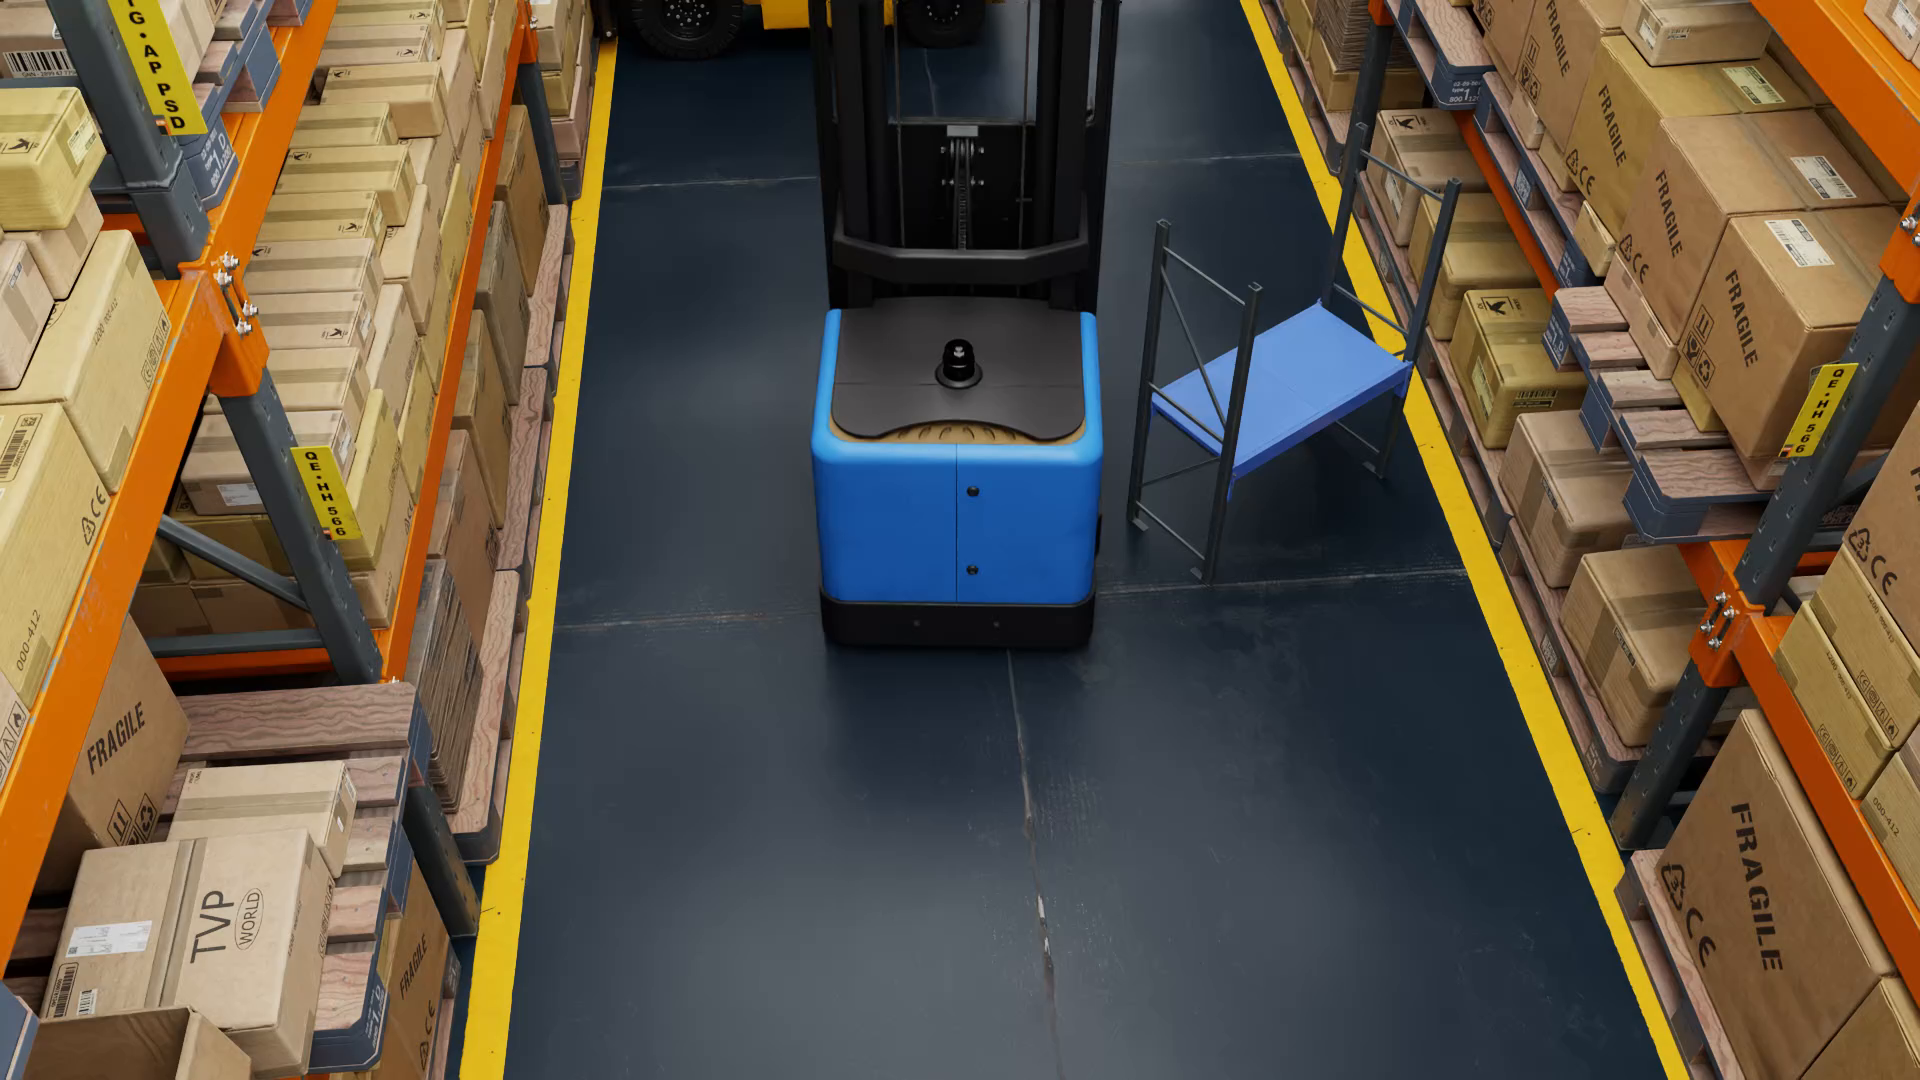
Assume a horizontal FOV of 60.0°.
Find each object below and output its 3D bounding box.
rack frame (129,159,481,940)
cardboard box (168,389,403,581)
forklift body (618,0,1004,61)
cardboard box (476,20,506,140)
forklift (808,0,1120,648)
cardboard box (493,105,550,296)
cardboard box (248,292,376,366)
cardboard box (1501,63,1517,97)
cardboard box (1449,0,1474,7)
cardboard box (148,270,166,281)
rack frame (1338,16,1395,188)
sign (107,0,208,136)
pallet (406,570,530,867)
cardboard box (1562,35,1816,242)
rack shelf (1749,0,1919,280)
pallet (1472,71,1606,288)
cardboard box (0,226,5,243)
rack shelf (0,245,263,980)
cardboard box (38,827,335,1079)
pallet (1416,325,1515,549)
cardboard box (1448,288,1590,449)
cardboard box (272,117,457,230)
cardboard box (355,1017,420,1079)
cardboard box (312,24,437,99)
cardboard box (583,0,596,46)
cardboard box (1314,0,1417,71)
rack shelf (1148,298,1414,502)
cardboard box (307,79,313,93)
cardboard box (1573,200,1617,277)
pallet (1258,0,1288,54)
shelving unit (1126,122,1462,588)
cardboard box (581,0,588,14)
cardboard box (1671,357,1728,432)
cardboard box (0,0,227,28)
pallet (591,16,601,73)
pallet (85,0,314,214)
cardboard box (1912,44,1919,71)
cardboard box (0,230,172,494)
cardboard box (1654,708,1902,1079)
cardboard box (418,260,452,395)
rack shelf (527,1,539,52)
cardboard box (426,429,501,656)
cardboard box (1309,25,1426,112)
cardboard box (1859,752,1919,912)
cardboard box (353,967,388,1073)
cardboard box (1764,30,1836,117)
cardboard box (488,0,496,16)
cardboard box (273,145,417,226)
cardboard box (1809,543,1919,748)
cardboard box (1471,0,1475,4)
[{"bbox_3d":[-2.134,0.296,4.540,1.000,3.000,0.127,-3,47,-3],"label":"rack frame"},{"bbox_3d":[-1.903,-0.162,4.733,0.500,0.250,0.500,-4,47,-3],"label":"cardboard box"},{"bbox_3d":[-0.827,-3.939,9.136,2.313,2.155,1.214,-3,47,-3],"label":"forklift body"},{"bbox_3d":[-2.119,-1.834,6.661,0.500,0.250,0.500,-4,47,-4],"label":"cardboard box"},{"bbox_3d":[0.018,-1.650,6.430,1.130,2.935,3.031,1,47,1],"label":"forklift"},{"bbox_3d":[-2.414,-1.549,7.634,0.875,0.625,0.625,-2,47,-2],"label":"cardboard box"},{"bbox_3d":[-1.938,-0.588,4.861,0.380,0.149,0.250,-2,47,-2],"label":"cardboard box"},{"bbox_3d":[2.319,-1.792,6.402,0.380,0.149,0.250,-3,47,-3],"label":"cardboard box"},{"bbox_3d":[2.220,-2.360,6.940,0.380,0.149,0.250,-3,47,-2],"label":"cardboard box"},{"bbox_3d":[-2.548,-0.732,4.998,0.380,0.149,0.250,-4,47,-4],"label":"cardboard box"},{"bbox_3d":[2.477,-2.903,7.570,1.000,3.000,0.127,-3,47,-3],"label":"rack frame"},{"bbox_3d":[-1.594,-0.945,3.293,0.100,0.325,0.005,-3,47,-3],"label":"sign"},{"bbox_3d":[-2.164,0.657,6.119,1.003,0.211,1.213,-3,47,-3],"label":"pallet"},{"bbox_3d":[2.399,-1.340,5.527,0.500,0.500,0.500,-6,47,-6],"label":"cardboard box"},{"bbox_3d":[2.644,-2.240,5.371,1.077,0.370,4.000,-3,47,-3],"label":"rack shelf"},{"bbox_3d":[2.605,-1.372,6.252,1.003,0.211,1.213,-3,47,-3],"label":"pallet"},{"bbox_3d":[-1.894,-0.496,2.848,0.380,0.149,0.250,-5,47,-5],"label":"cardboard box"},{"bbox_3d":[-1.967,0.959,2.342,1.077,0.370,4.000,-3,47,-3],"label":"rack shelf"},{"bbox_3d":[-1.724,0.947,3.738,0.500,0.250,0.500,-5,47,-5],"label":"cardboard box"},{"bbox_3d":[2.649,-0.496,7.211,1.003,0.211,1.213,-3,47,-3],"label":"pallet"},{"bbox_3d":[2.647,-0.741,7.043,0.950,0.372,0.625,-2,47,-2],"label":"cardboard box"},{"bbox_3d":[-2.063,-1.271,5.783,0.500,0.250,0.500,-3,47,-3],"label":"cardboard box"},{"bbox_3d":[-1.853,1.667,4.675,0.500,0.500,0.500,-4,47,-4],"label":"cardboard box"},{"bbox_3d":[-2.083,-1.699,5.914,0.380,0.149,0.250,-3,47,-3],"label":"cardboard box"},{"bbox_3d":[-2.296,-2.904,9.176,0.500,0.250,0.500,-3,47,-3],"label":"cardboard box"},{"bbox_3d":[2.160,-2.771,8.533,0.500,0.500,0.500,-4,47,-4],"label":"cardboard box"},{"bbox_3d":[1.263,-0.576,6.647,1.000,0.185,0.538,-29,53,-25],"label":"rack shelf"},{"bbox_3d":[-2.619,-1.599,6.094,0.500,0.250,0.500,-5,47,-4],"label":"cardboard box"},{"bbox_3d":[2.339,-1.039,5.689,0.380,0.149,0.250,-3,47,-3],"label":"cardboard box"},{"bbox_3d":[2.280,-3.312,9.878,1.003,0.211,1.213,-3,47,-3],"label":"pallet"},{"bbox_3d":[1.263,-0.700,6.516,1.048,1.500,0.538,-29,53,-25],"label":"shelving unit"},{"bbox_3d":[-2.277,-3.066,8.985,0.500,0.250,0.500,-4,47,-4],"label":"cardboard box"},{"bbox_3d":[2.455,-0.479,5.158,0.380,0.149,0.250,-3,47,-3],"label":"cardboard box"},{"bbox_3d":[-1.952,-1.488,3.737,0.500,0.500,0.500,-3,47,-3],"label":"cardboard box"},{"bbox_3d":[-2.599,-3.102,9.679,1.003,0.211,1.213,-3,47,-3],"label":"pallet"},{"bbox_3d":[-2.280,-1.156,3.980,1.213,0.211,1.003,-2,47,-1],"label":"pallet"},{"bbox_3d":[2.576,-1.169,4.035,0.380,0.149,0.250,-3,47,-3],"label":"cardboard box"},{"bbox_3d":[-1.850,-0.327,3.168,0.500,0.250,0.500,-5,47,-5],"label":"cardboard box"},{"bbox_3d":[2.787,1.082,4.970,0.875,0.875,0.875,-4,47,-4],"label":"cardboard box"},{"bbox_3d":[-2.015,-0.725,5.610,0.500,0.250,0.500,-5,47,-5],"label":"cardboard box"},{"bbox_3d":[-2.637,-3.798,8.913,1.077,0.370,4.000,-3,47,-3],"label":"rack shelf"},{"bbox_3d":[-2.236,0.044,6.126,0.875,0.625,0.625,-2,47,-2],"label":"cardboard box"},{"bbox_3d":[2.159,-2.513,8.805,0.500,0.250,0.500,-2,47,-1],"label":"cardboard box"},{"bbox_3d":[2.662,0.783,4.182,0.500,0.250,0.500,-5,47,-4],"label":"cardboard box"},{"bbox_3d":[-1.787,1.326,4.551,0.380,0.149,0.250,-6,47,-5],"label":"cardboard box"},{"bbox_3d":[2.903,-1.390,5.574,0.500,0.500,0.500,-3,47,-3],"label":"cardboard box"},{"bbox_3d":[-2.173,-2.379,6.832,0.500,0.250,0.500,-4,47,-4],"label":"cardboard box"},{"bbox_3d":[-1.986,-1.143,5.388,0.380,0.149,0.250,-3,47,-2],"label":"cardboard box"},{"bbox_3d":[2.608,0.253,4.340,0.500,0.250,0.500,-4,47,-4],"label":"cardboard box"},{"bbox_3d":[2.273,-2.465,6.592,0.500,0.500,0.500,-3,47,-3],"label":"cardboard box"}]
